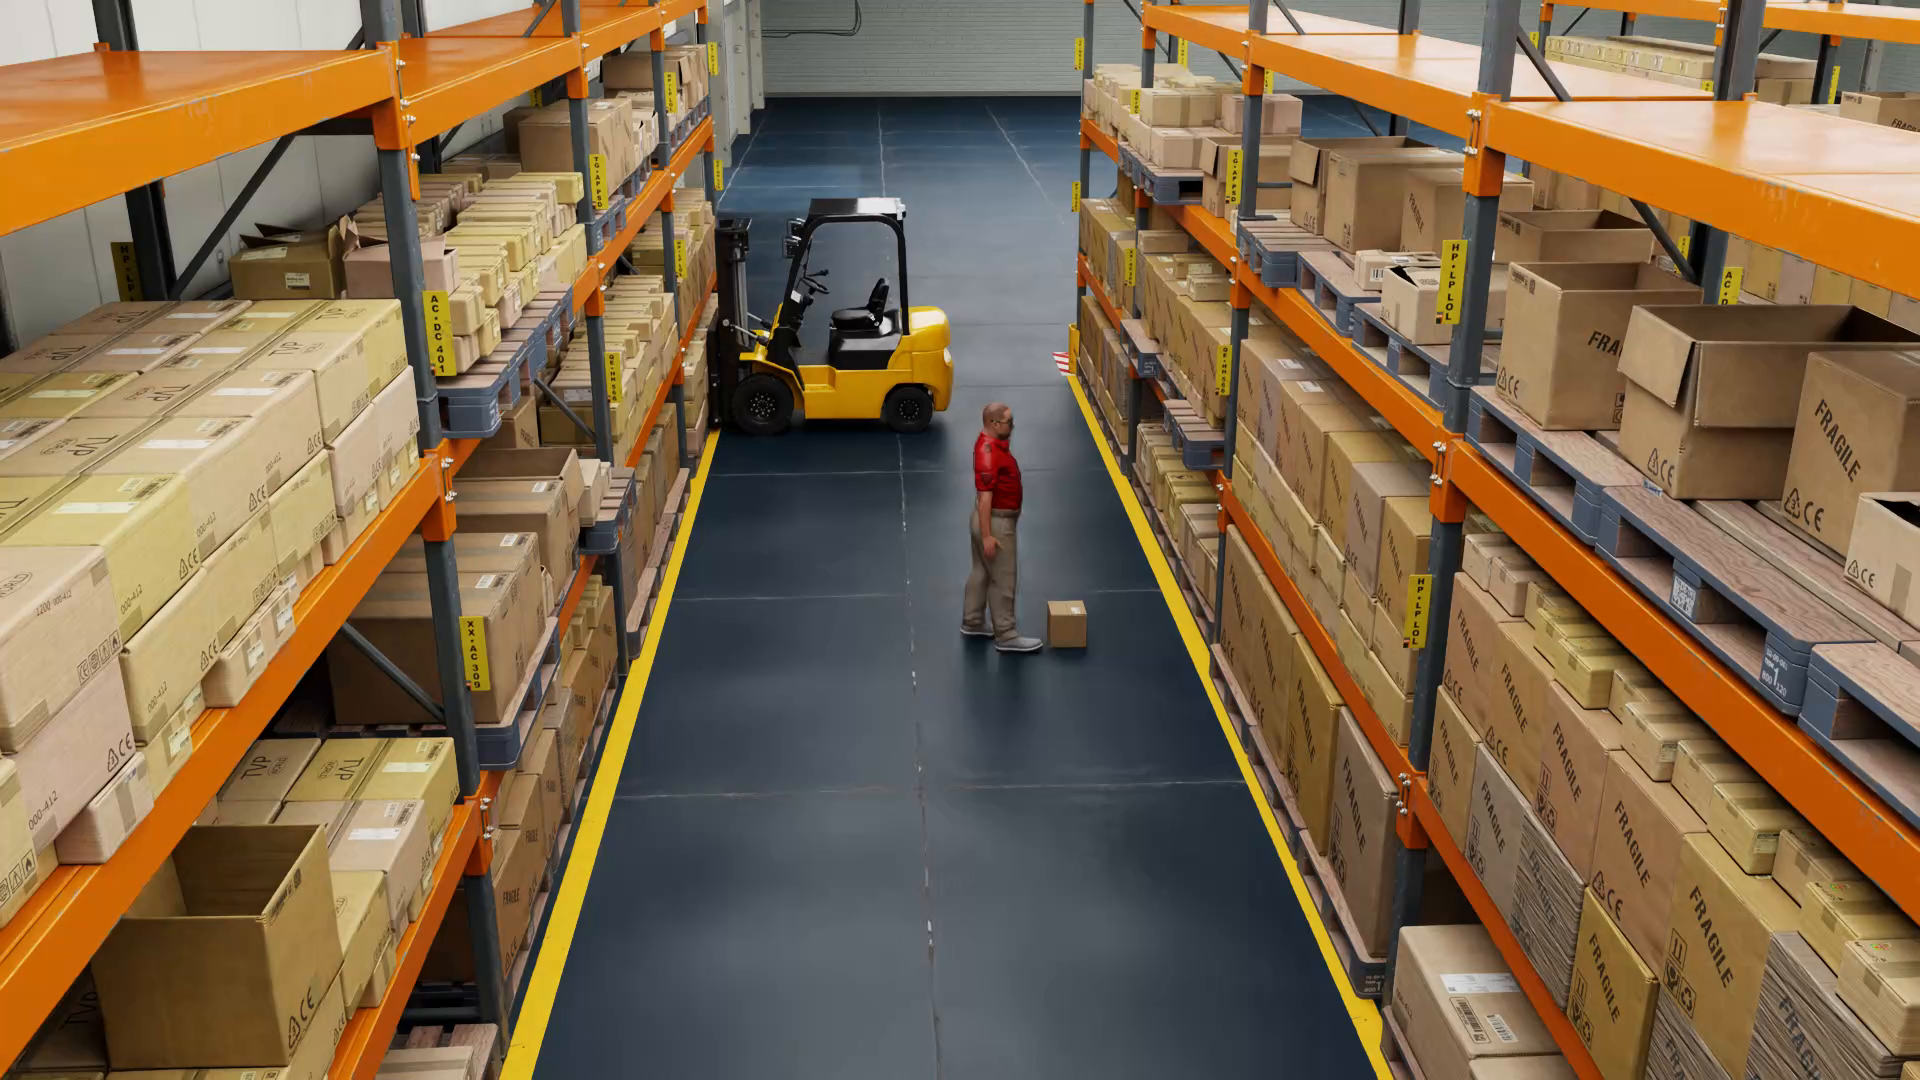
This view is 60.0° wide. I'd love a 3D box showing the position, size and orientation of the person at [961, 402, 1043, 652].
[{"bbox_3d":[0.291,-0.103,11.347,0.549,1.728,0.562,-1,20,-3],"label":"person"}]
